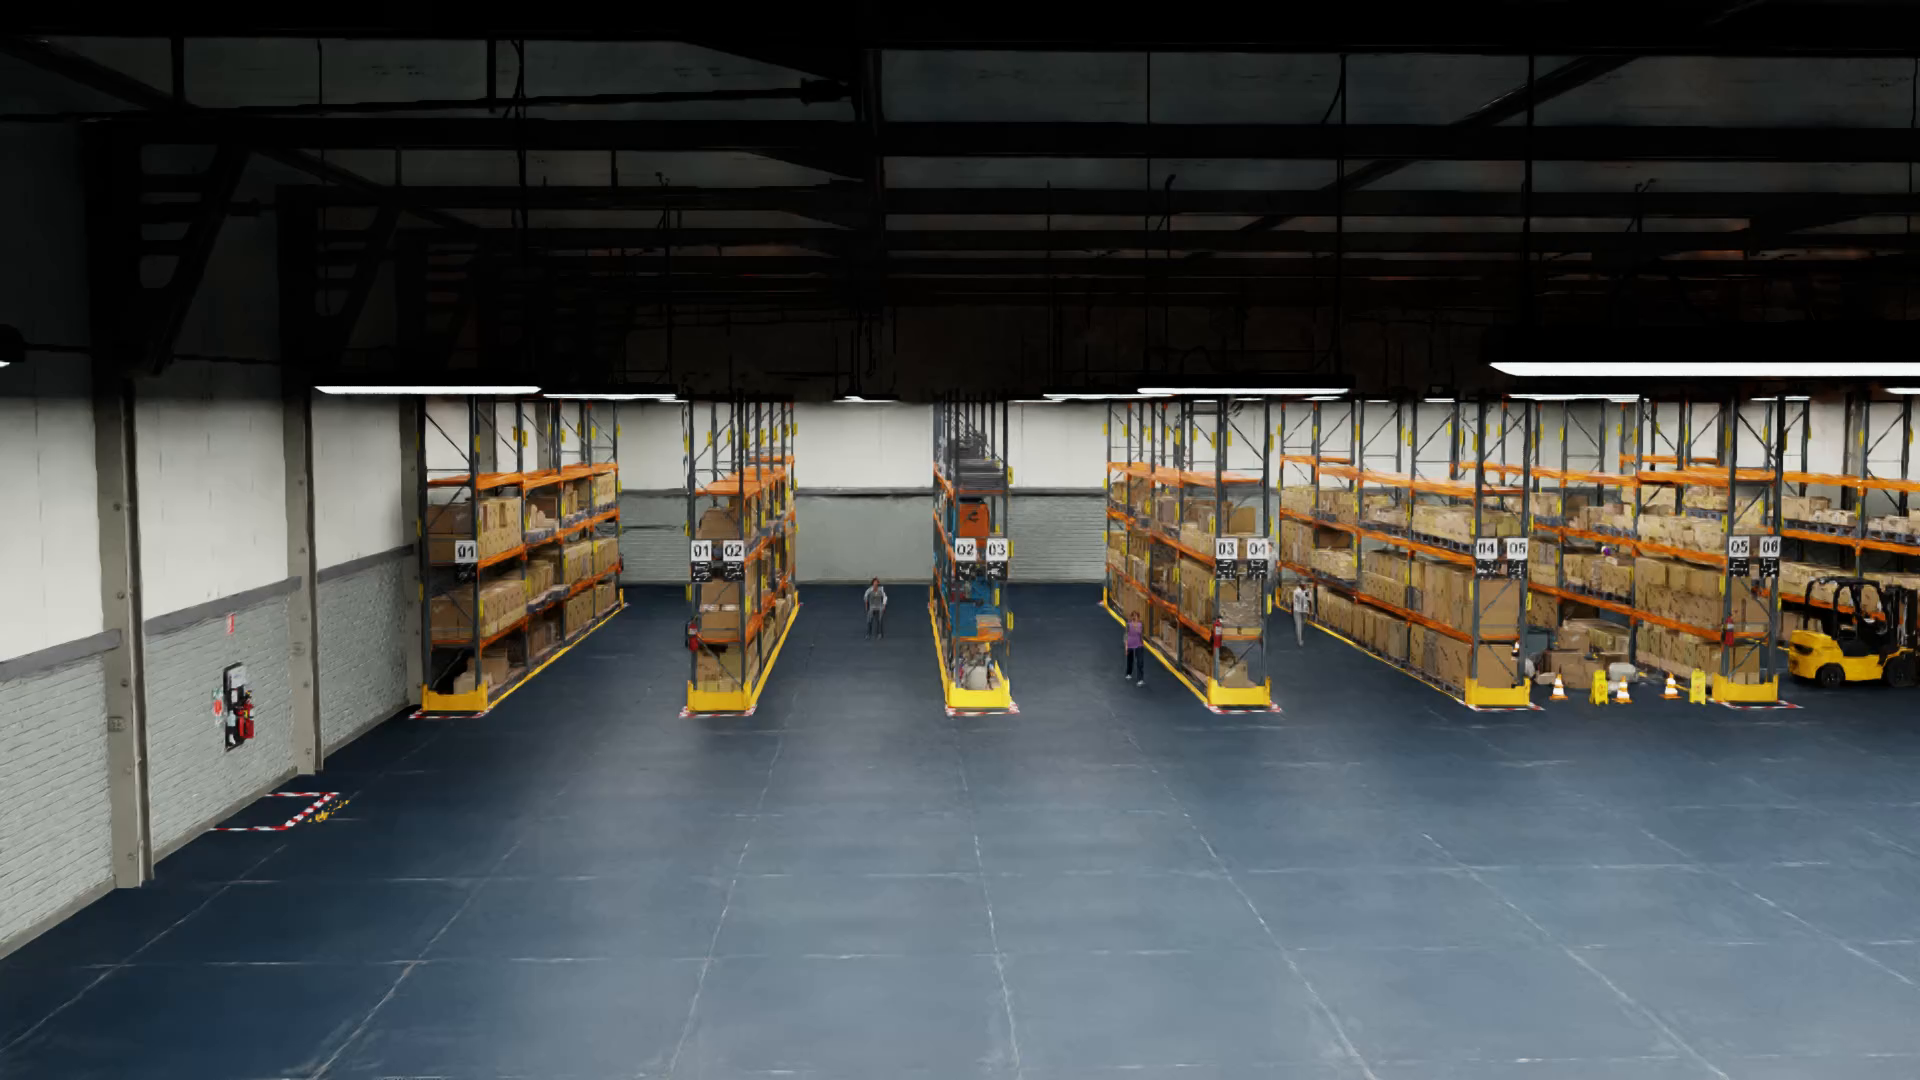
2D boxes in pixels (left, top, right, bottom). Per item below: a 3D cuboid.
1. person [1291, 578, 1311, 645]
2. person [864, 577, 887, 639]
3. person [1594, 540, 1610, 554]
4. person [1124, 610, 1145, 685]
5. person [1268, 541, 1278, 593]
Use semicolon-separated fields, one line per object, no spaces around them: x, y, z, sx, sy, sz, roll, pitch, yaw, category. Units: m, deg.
8.144;1.683;39.599;0.445;1.590;1.091;0;5;-5;person
-2.066;1.709;40.532;0.566;1.434;0.519;0;5;-5;person
19.319;0.771;50.100;0.614;1.762;0.594;-3;6;-33;person
3.561;2.172;34.089;0.414;1.517;1.037;0;5;0;person
9.301;0.846;49.897;0.482;1.621;0.949;2;5;21;person
